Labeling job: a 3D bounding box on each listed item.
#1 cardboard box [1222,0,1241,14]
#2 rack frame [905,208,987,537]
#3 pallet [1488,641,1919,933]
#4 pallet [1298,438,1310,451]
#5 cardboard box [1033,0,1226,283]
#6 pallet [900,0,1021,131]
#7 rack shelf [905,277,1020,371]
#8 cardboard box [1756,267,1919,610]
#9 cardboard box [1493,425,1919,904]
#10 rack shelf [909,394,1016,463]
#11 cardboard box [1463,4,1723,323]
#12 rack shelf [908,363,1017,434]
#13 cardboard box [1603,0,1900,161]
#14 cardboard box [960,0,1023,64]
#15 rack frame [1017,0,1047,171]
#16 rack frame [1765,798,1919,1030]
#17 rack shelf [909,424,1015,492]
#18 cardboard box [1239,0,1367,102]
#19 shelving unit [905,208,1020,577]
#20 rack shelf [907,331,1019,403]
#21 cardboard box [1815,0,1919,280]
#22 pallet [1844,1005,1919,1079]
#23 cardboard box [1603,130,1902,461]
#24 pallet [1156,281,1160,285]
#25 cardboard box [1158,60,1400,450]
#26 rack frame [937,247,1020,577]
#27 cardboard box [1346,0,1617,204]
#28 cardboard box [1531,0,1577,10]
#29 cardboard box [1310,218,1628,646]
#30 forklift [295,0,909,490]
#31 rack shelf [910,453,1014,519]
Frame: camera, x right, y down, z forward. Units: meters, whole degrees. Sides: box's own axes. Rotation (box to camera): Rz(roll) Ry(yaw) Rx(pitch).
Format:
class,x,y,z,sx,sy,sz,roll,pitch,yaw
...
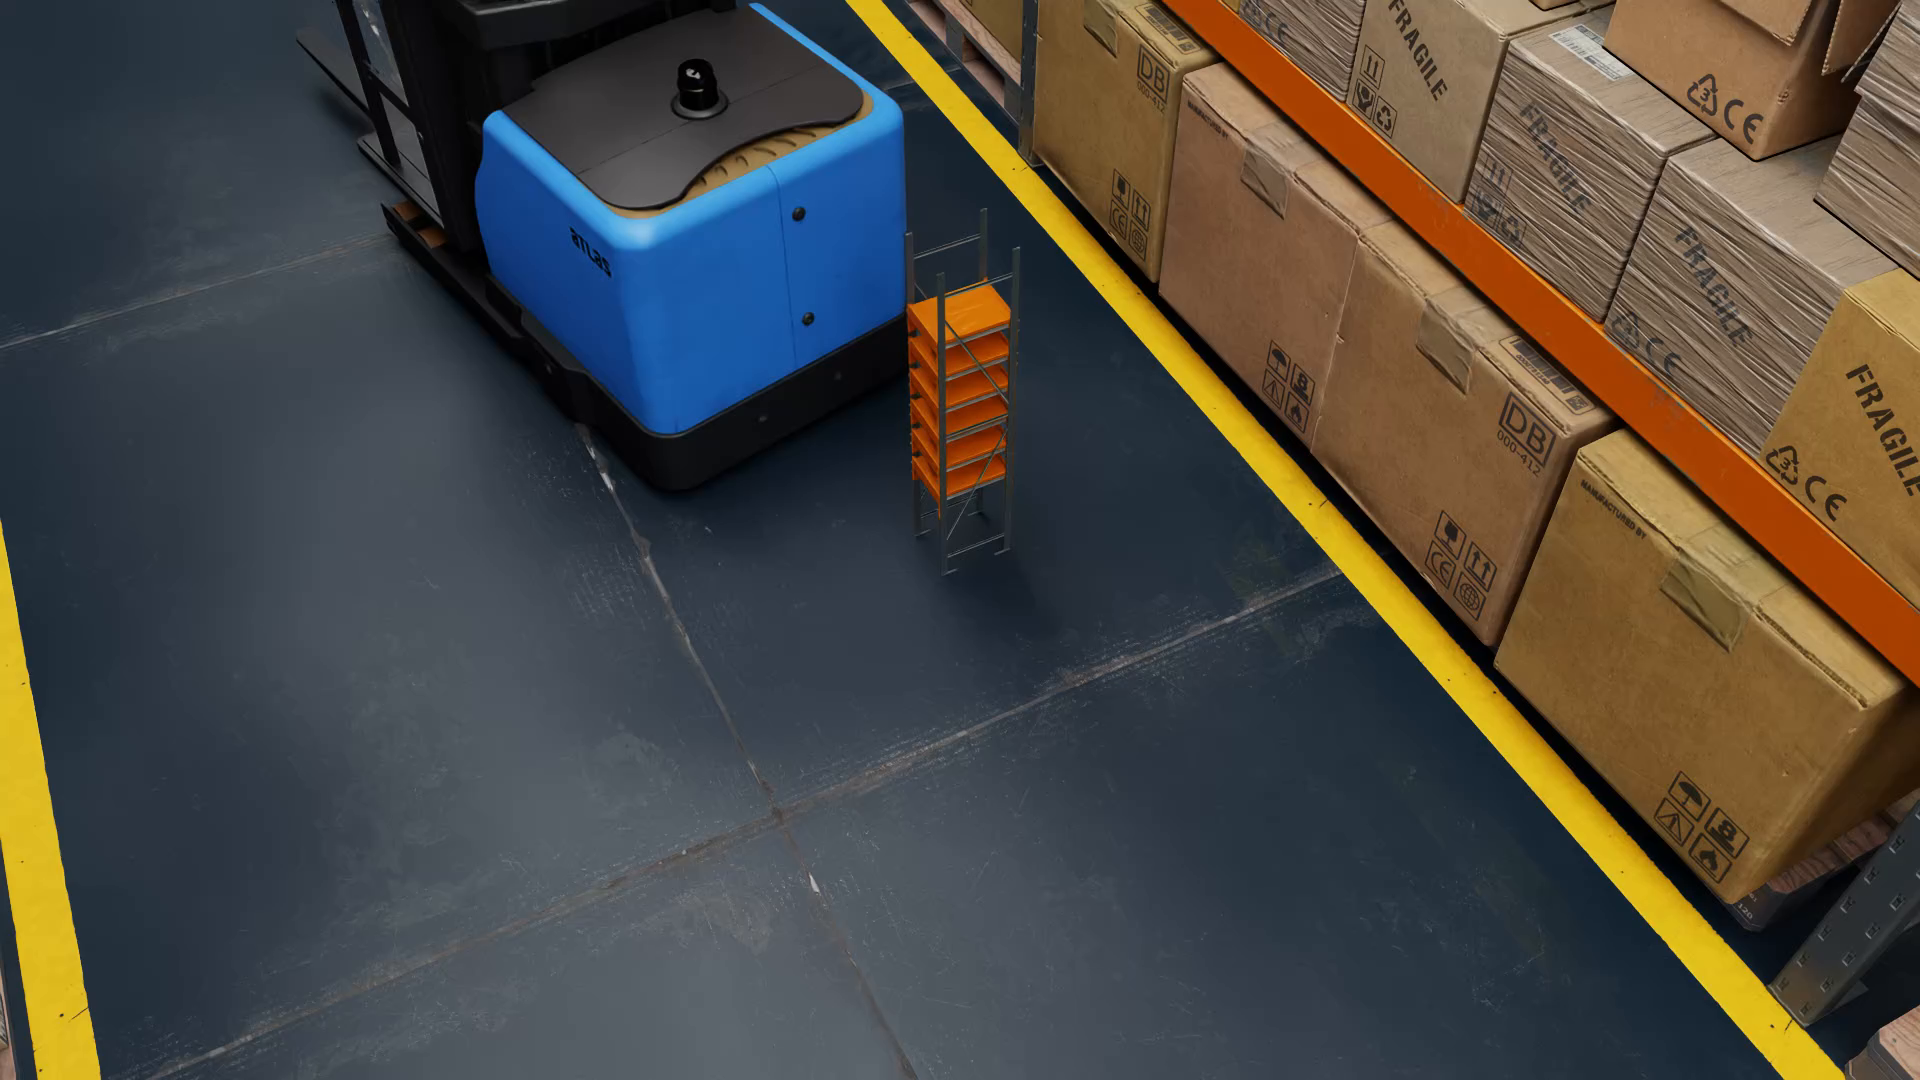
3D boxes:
class,x,y,z,sx,sy,sz,roll,pitch,yaw
cardboard box,0.919,-1.952,4.898,0.500,0.500,0.500,-21,52,-17
rack frame,-0.035,-0.447,4.843,0.240,1.200,0.006,-21,52,-18
pallet,2.237,0.392,4.767,1.003,0.211,1.213,-21,52,-18
pallet,1.683,-0.423,5.480,1.003,0.211,1.213,-21,52,-18
cardboard box,1.011,-1.666,5.847,1.225,0.875,0.875,-21,52,-17
pallet,0.422,-2.267,7.093,1.003,0.211,1.213,-21,52,-18
rack shelf,0.007,-0.593,4.552,0.258,0.103,0.180,-21,52,-18
cardboard box,2.084,-0.250,3.409,0.500,0.500,0.500,-20,52,-16
cardboard box,2.233,0.120,4.285,1.225,0.875,0.875,-23,53,-19
rack shelf,0.007,-0.356,4.823,0.258,0.103,0.180,-21,52,-18
cardboard box,1.621,-0.932,4.006,0.500,0.500,0.500,-23,53,-19
rack shelf,0.007,-0.435,4.733,0.258,0.103,0.180,-21,52,-18
cardboard box,1.915,-1.267,3.633,0.797,0.503,0.637,-20,52,-17
cardboard box,0.469,-2.557,6.626,0.875,0.875,0.875,-21,52,-18
rack frame,0.700,-2.649,5.574,1.000,3.000,0.127,-21,52,-18
rack frame,2.531,0.028,3.233,1.000,3.000,0.127,-21,52,-18
rack shelf,0.007,-0.277,4.914,0.258,0.103,0.180,-21,52,-18
cardboard box,1.148,-1.617,4.605,0.500,0.500,0.500,-22,52,-18
shelving unit,0.007,-0.385,4.790,0.258,1.200,0.189,-21,52,-18
rack shelf,0.007,-0.514,4.643,0.258,0.103,0.180,-21,52,-18
cardboard box,2.210,-0.830,3.250,0.797,0.503,0.637,-20,52,-16
pallet,2.887,1.470,3.824,1.003,0.211,1.213,-21,52,-18
cardboard box,1.861,-0.586,3.703,0.500,0.500,0.500,-22,52,-18
pallet,1.120,-1.241,6.195,1.003,0.211,1.213,-21,52,-18
cardboard box,1.420,-1.069,5.325,1.225,0.875,0.875,-23,53,-19
rack frame,0.048,-0.324,4.736,0.240,1.200,0.006,-21,52,-18
cardboard box,1.389,-1.273,4.304,0.500,0.500,0.500,-20,52,-17
cardboard box,1.602,-1.714,4.023,0.797,0.503,0.637,-20,52,-16
cardboard box,1.832,-0.479,4.809,1.225,0.875,0.875,-21,52,-17
forklift,-1.481,-2.170,5.201,1.130,2.935,3.031,-32,56,-25
rack shelf,0.007,-0.198,5.004,0.258,0.103,0.180,-21,52,-18
